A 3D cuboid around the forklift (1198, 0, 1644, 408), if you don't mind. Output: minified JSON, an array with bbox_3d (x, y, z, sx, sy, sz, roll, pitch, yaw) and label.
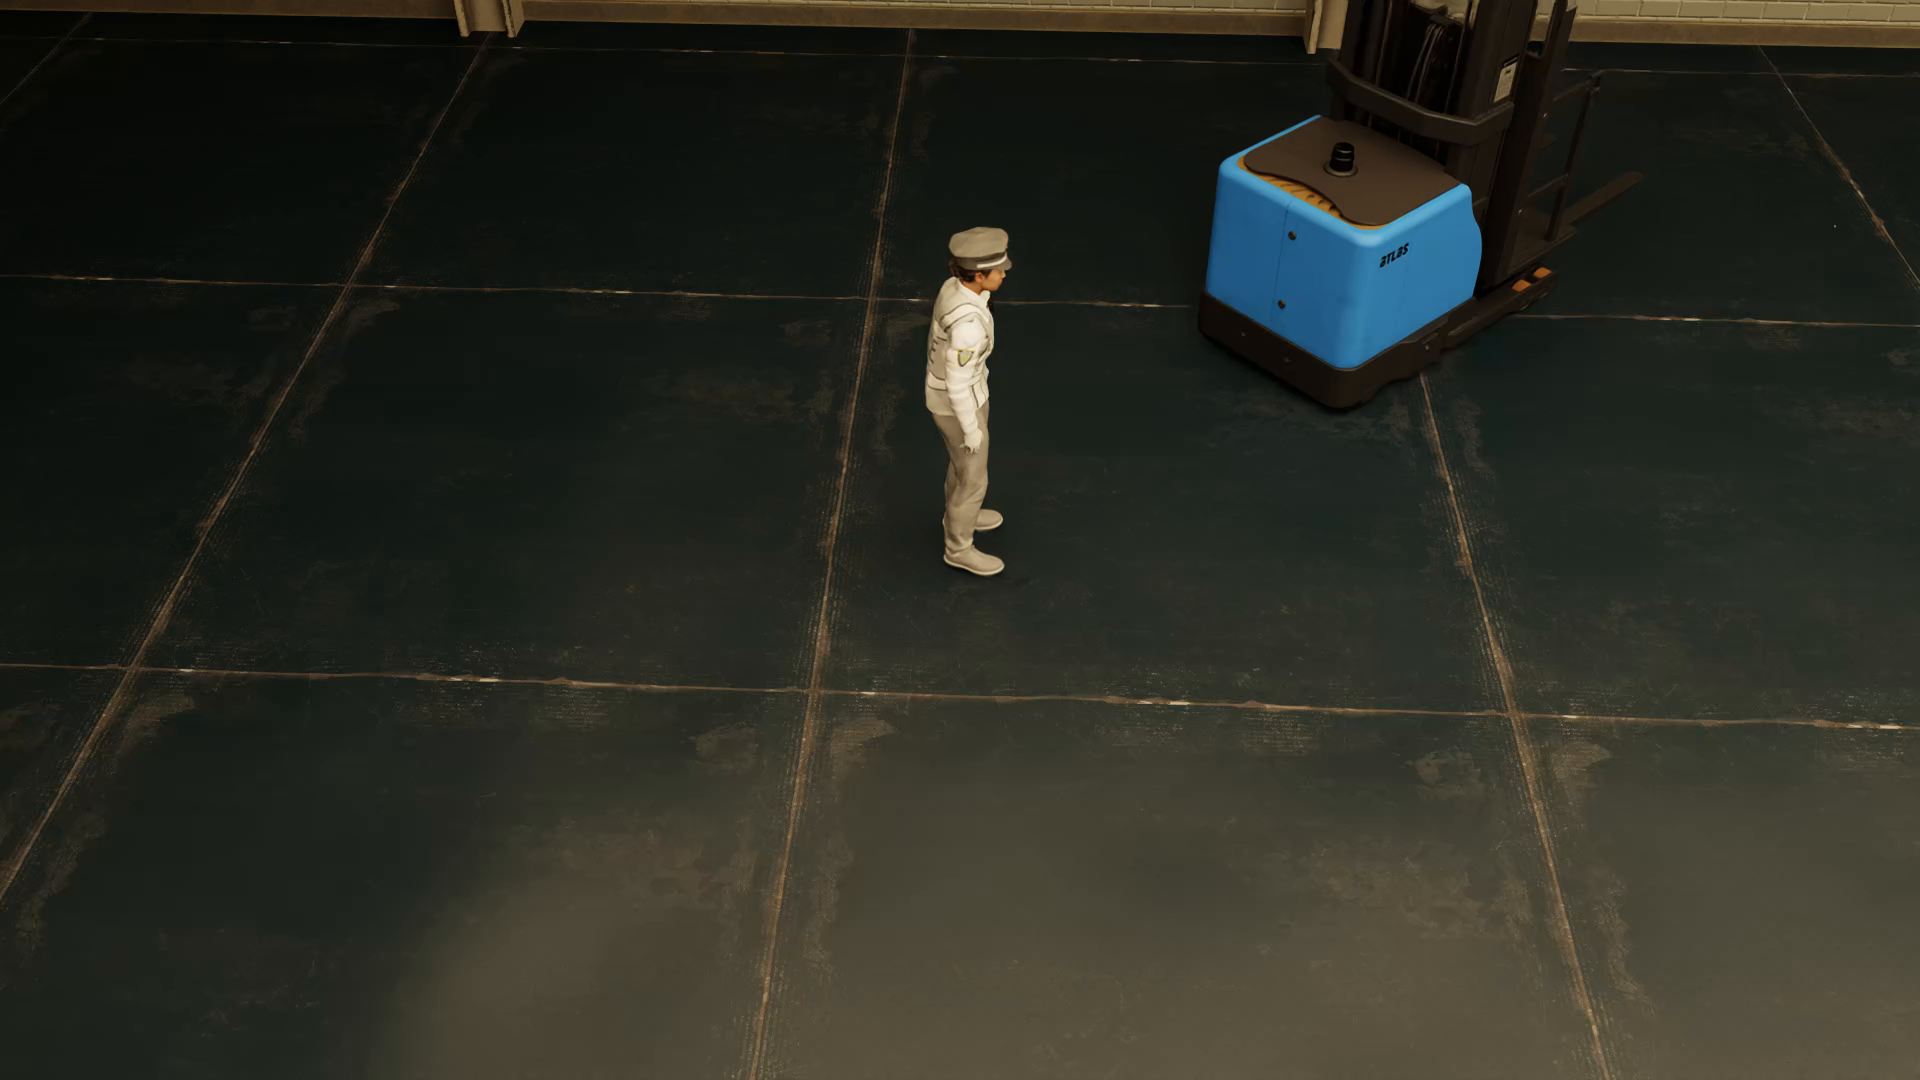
[{"bbox_3d":[2.746,-2.613,8.604,3.031,2.935,1.130,-30,50,-29],"label":"forklift"}]

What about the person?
[{"bbox_3d":[0.030,-0.619,7.363,0.372,1.663,0.529,0,42,0],"label":"person"}]
